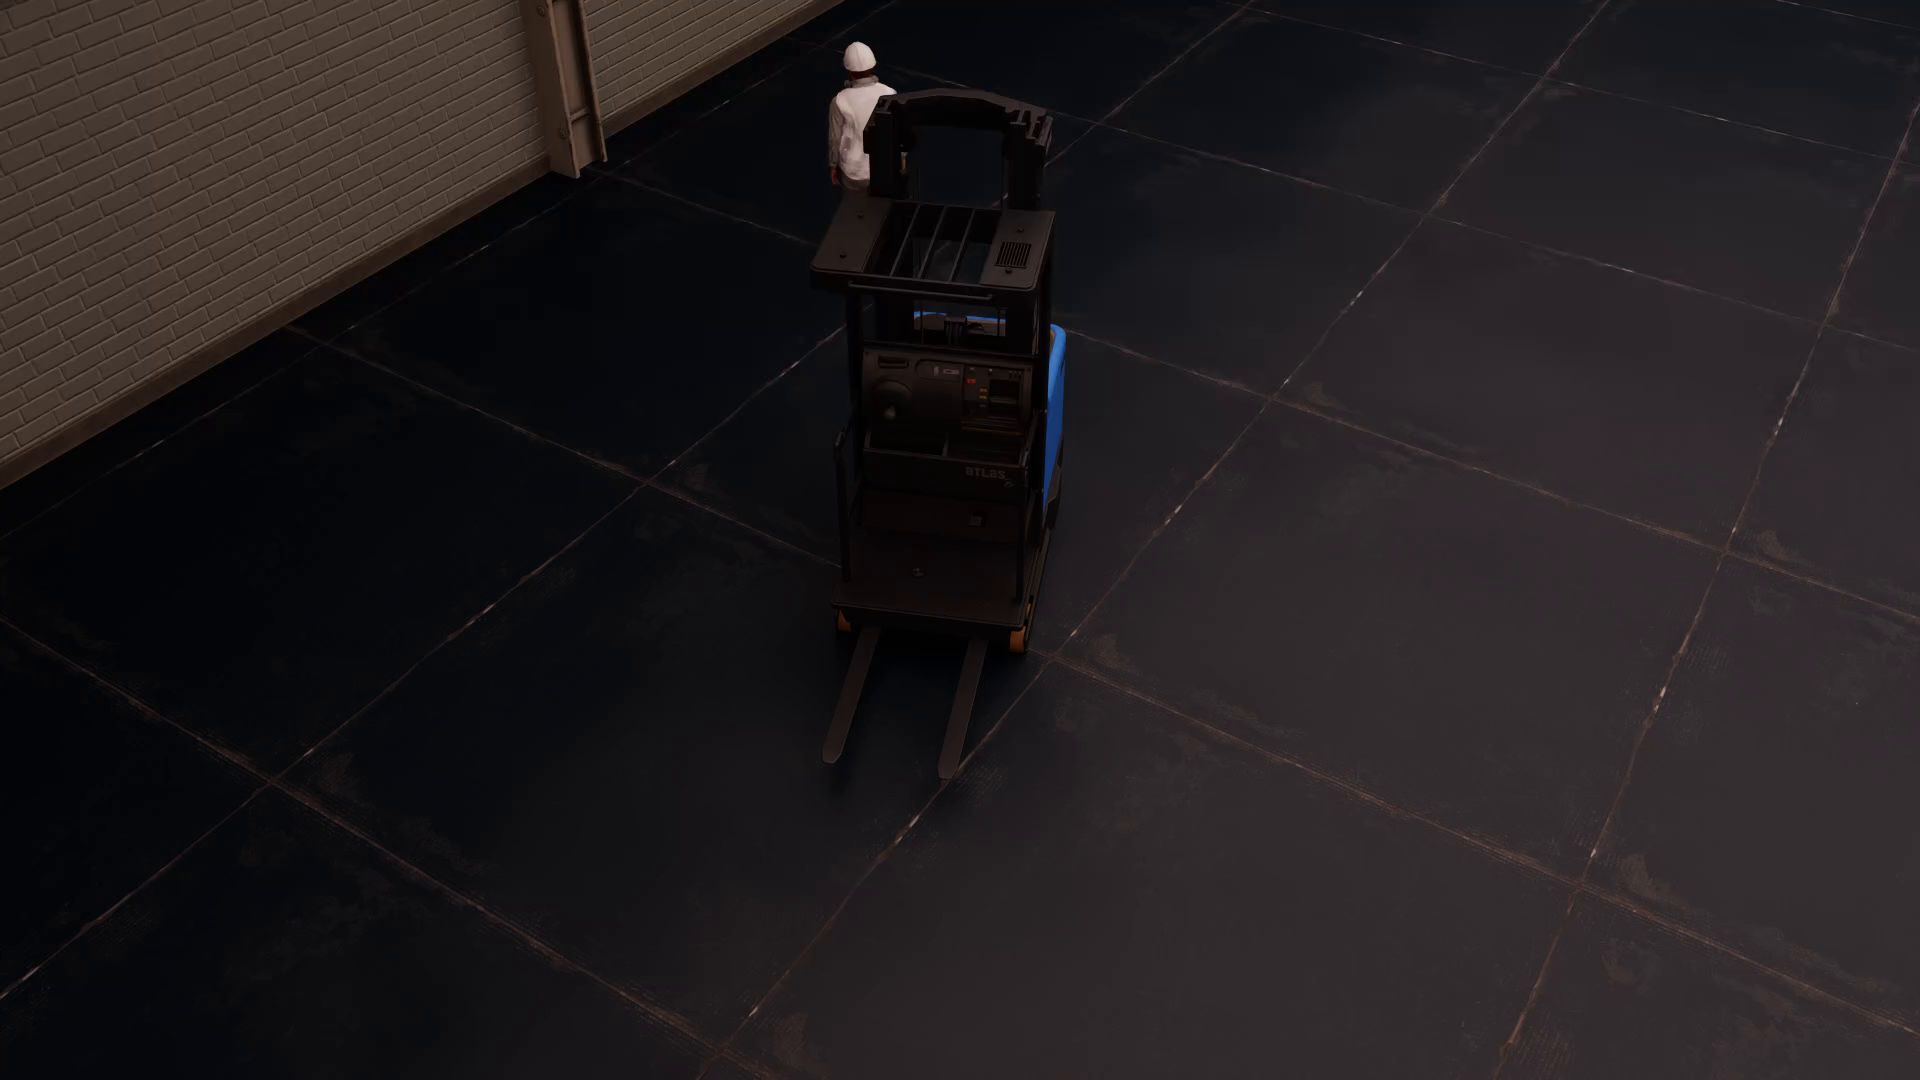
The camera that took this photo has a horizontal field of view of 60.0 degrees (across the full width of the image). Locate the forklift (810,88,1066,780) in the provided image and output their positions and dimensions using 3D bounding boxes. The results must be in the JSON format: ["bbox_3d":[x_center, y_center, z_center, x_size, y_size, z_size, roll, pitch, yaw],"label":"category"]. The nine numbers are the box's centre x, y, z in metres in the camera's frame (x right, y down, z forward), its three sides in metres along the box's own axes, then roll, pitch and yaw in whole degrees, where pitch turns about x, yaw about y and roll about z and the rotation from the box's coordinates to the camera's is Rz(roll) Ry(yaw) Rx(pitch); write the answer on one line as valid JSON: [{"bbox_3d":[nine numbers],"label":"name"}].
[{"bbox_3d":[-0.108,-0.731,8.830,1.130,2.935,3.031,7,41,8],"label":"forklift"}]

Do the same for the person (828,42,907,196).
[{"bbox_3d":[-0.668,-2.748,12.108,0.590,1.770,0.465,-9,41,-10],"label":"person"}]
